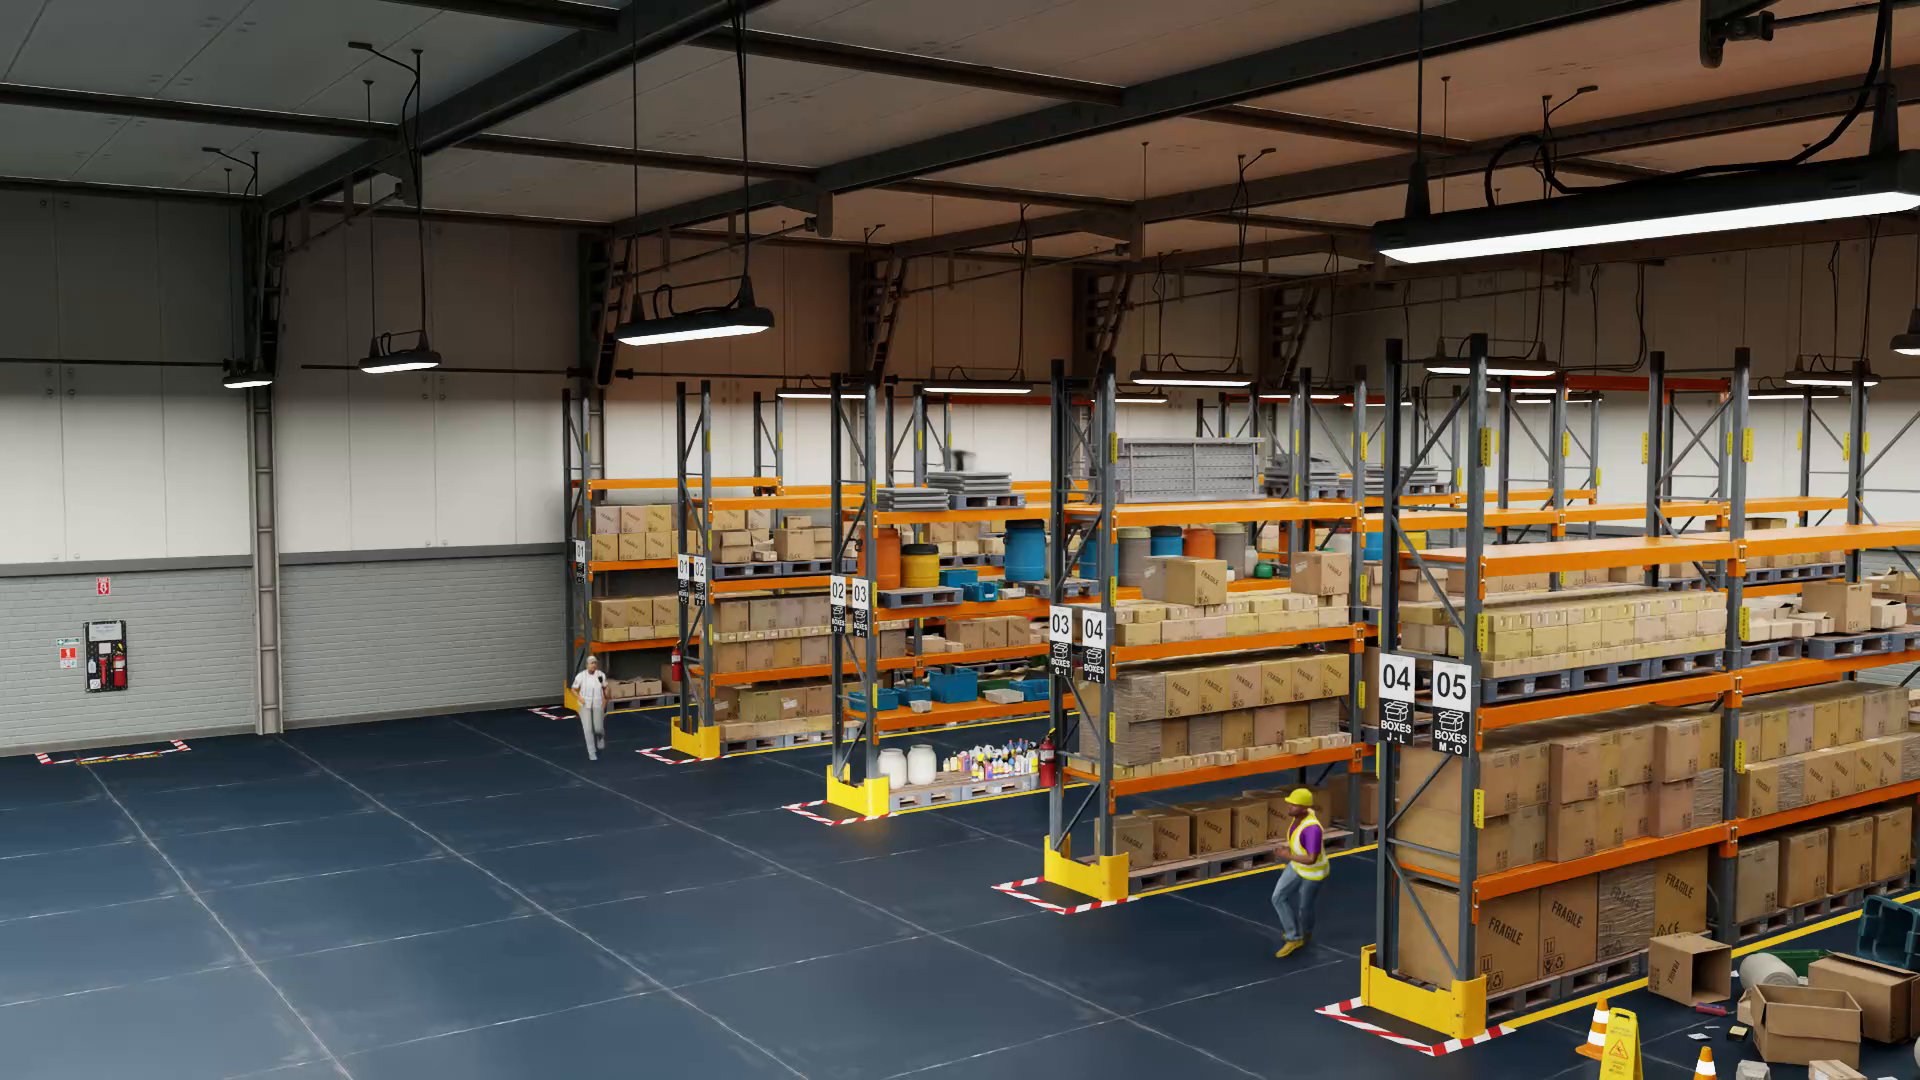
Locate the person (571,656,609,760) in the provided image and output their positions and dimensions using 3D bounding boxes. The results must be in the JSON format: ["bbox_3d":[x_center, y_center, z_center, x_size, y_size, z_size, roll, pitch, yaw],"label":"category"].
[{"bbox_3d":[-5.894,2.661,26.517,0.596,1.644,0.612,-1,4,-17],"label":"person"}]

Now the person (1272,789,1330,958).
[{"bbox_3d":[3.368,3.259,16.402,0.712,1.695,0.820,-2,4,-26],"label":"person"}]

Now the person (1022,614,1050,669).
[{"bbox_3d":[1.572,2.244,32.862,0.634,1.613,0.928,3,5,42],"label":"person"}]
